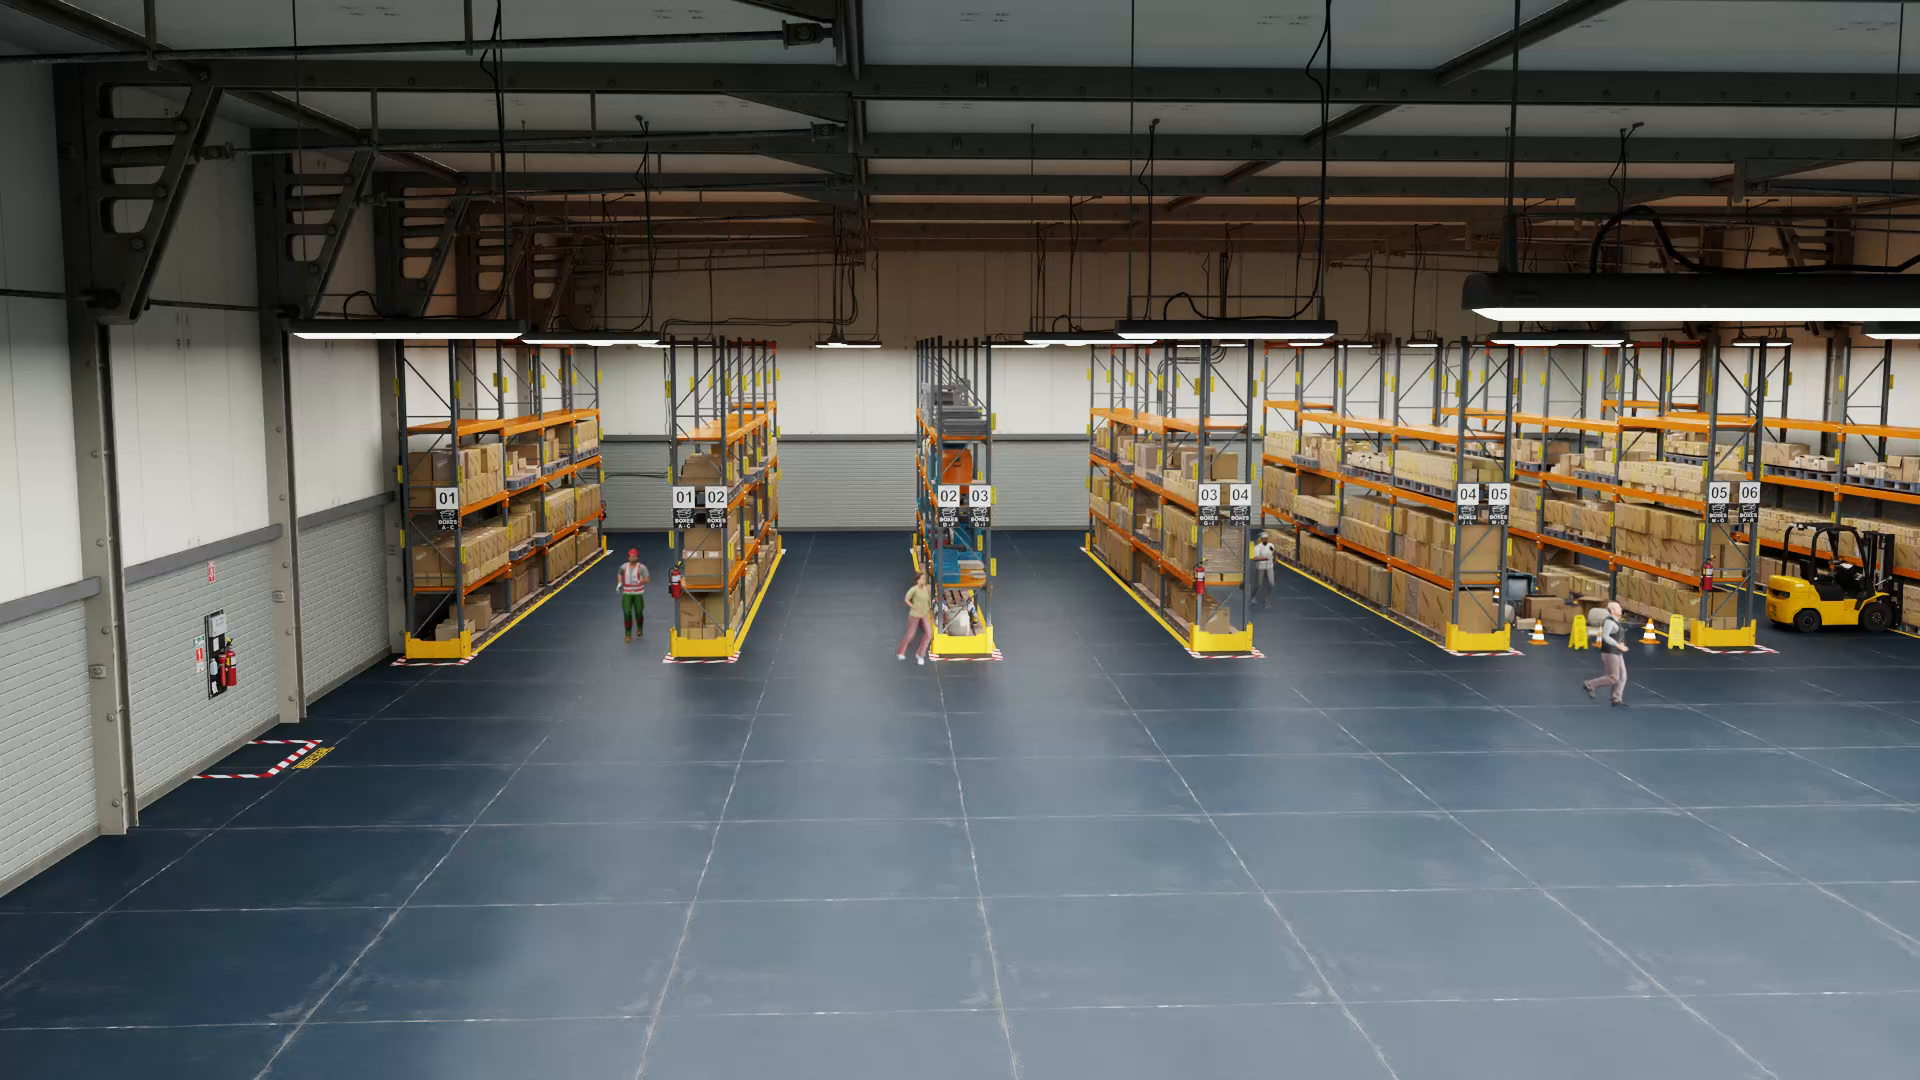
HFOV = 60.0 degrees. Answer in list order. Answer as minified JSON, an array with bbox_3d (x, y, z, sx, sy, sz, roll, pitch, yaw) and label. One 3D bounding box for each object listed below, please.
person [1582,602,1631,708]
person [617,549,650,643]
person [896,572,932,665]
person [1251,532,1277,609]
[{"bbox_3d":[10.470,1.837,26.831,0.752,1.697,0.657,4,7,29],"label":"person"},{"bbox_3d":[-6.455,1.075,32.853,0.662,1.797,0.928,0,6,-3],"label":"person"},{"bbox_3d":[-0.774,1.430,30.690,0.642,1.681,0.694,-5,8,-39],"label":"person"},{"bbox_3d":[6.819,0.666,37.217,0.584,1.738,0.881,-1,7,-6],"label":"person"}]
